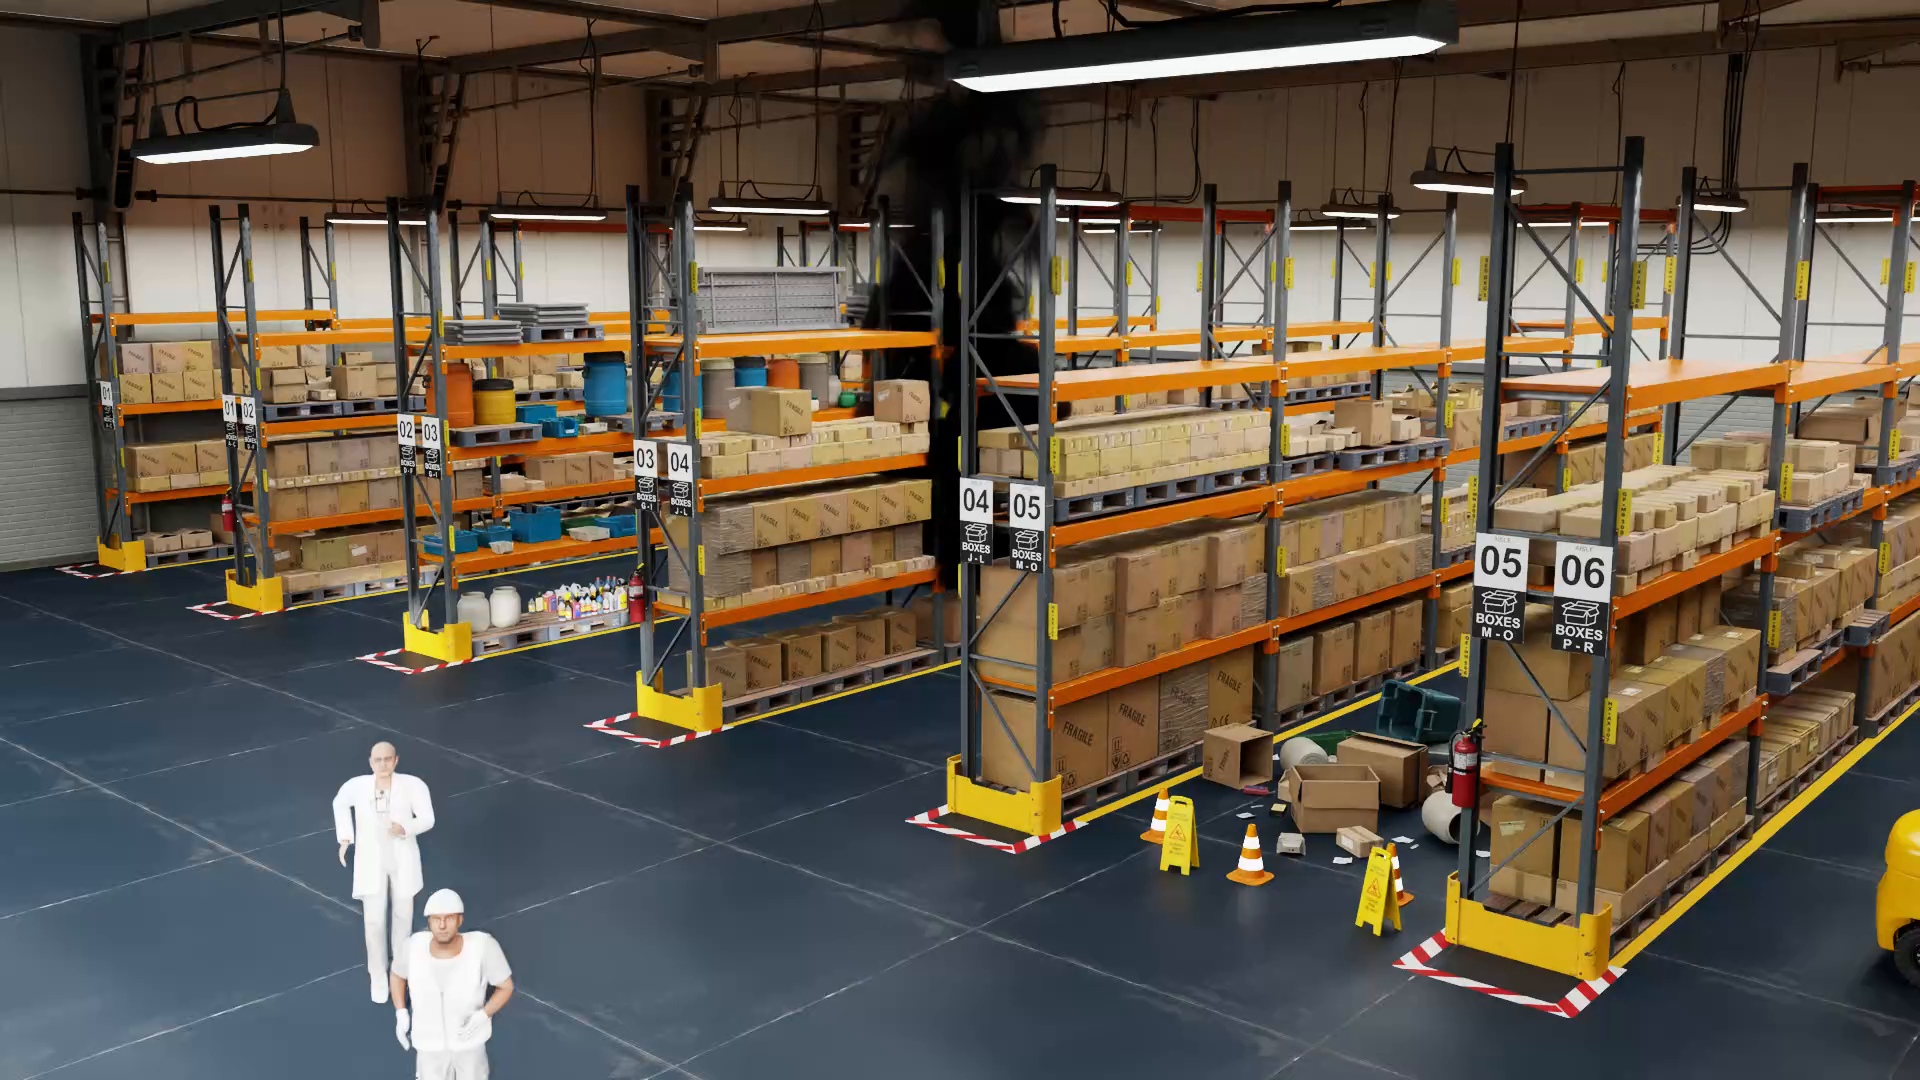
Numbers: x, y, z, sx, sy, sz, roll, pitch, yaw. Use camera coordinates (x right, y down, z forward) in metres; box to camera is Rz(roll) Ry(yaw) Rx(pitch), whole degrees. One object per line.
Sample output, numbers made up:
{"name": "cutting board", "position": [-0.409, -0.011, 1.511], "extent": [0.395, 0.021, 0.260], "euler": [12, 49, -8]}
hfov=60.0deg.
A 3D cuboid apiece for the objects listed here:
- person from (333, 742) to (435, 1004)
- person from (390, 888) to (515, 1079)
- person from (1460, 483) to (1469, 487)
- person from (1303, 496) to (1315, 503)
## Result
{"name": "person", "position": [-4.095, 2.345, 11.893], "extent": [0.669, 1.846, 0.828], "euler": [-4, 10, -21]}
{"name": "person", "position": [-2.816, 2.782, 9.228], "extent": [0.688, 1.783, 0.837], "euler": [-1, 10, -8]}
{"name": "person", "position": [8.332, -0.132, 27.078], "extent": [0.696, 1.638, 0.863], "euler": [9, 13, 44]}
{"name": "person", "position": [5.405, 0.049, 25.879], "extent": [0.544, 1.500, 0.884], "euler": [7, 12, 36]}
